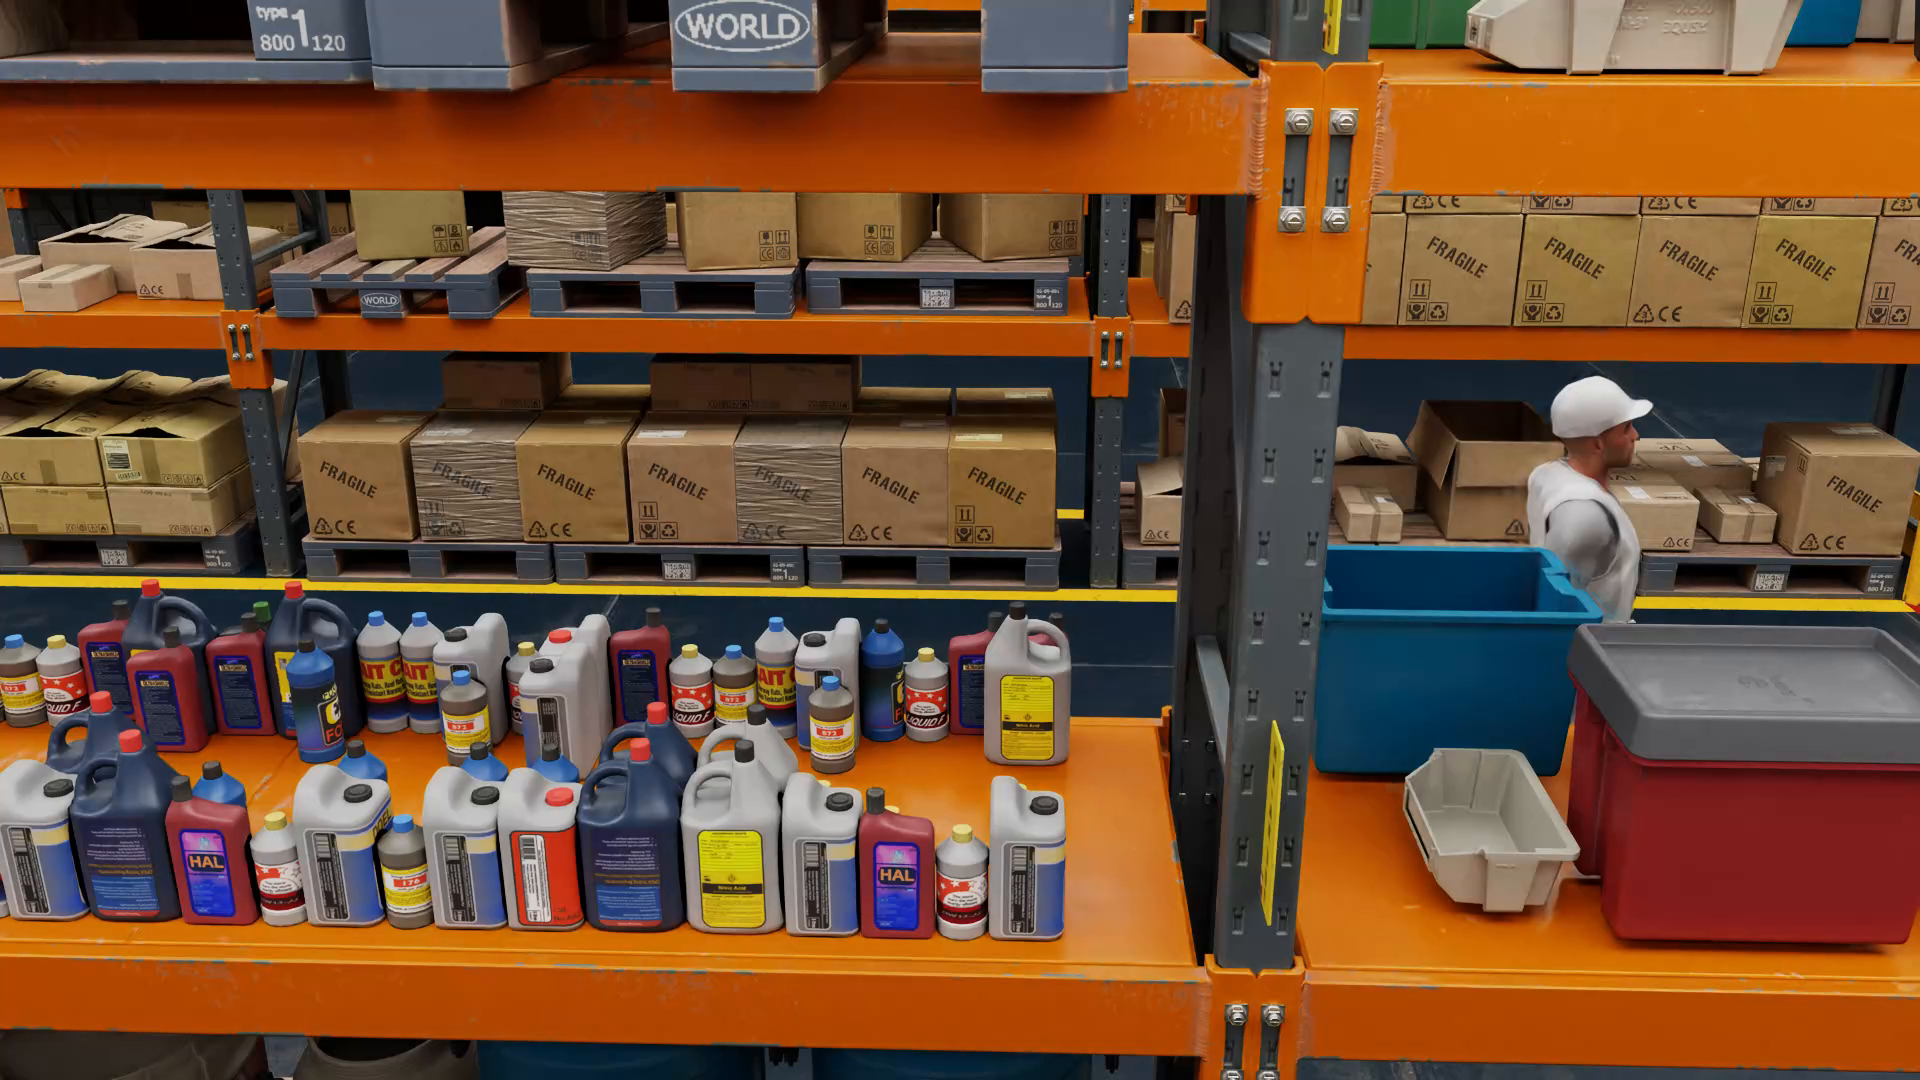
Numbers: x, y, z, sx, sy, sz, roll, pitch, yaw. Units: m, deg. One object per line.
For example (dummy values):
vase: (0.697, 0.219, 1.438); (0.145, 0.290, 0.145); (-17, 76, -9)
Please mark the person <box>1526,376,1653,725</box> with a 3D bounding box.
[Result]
person: (1.960, 0.345, 5.071); (0.968, 1.738, 0.569); (1, 21, 4)
